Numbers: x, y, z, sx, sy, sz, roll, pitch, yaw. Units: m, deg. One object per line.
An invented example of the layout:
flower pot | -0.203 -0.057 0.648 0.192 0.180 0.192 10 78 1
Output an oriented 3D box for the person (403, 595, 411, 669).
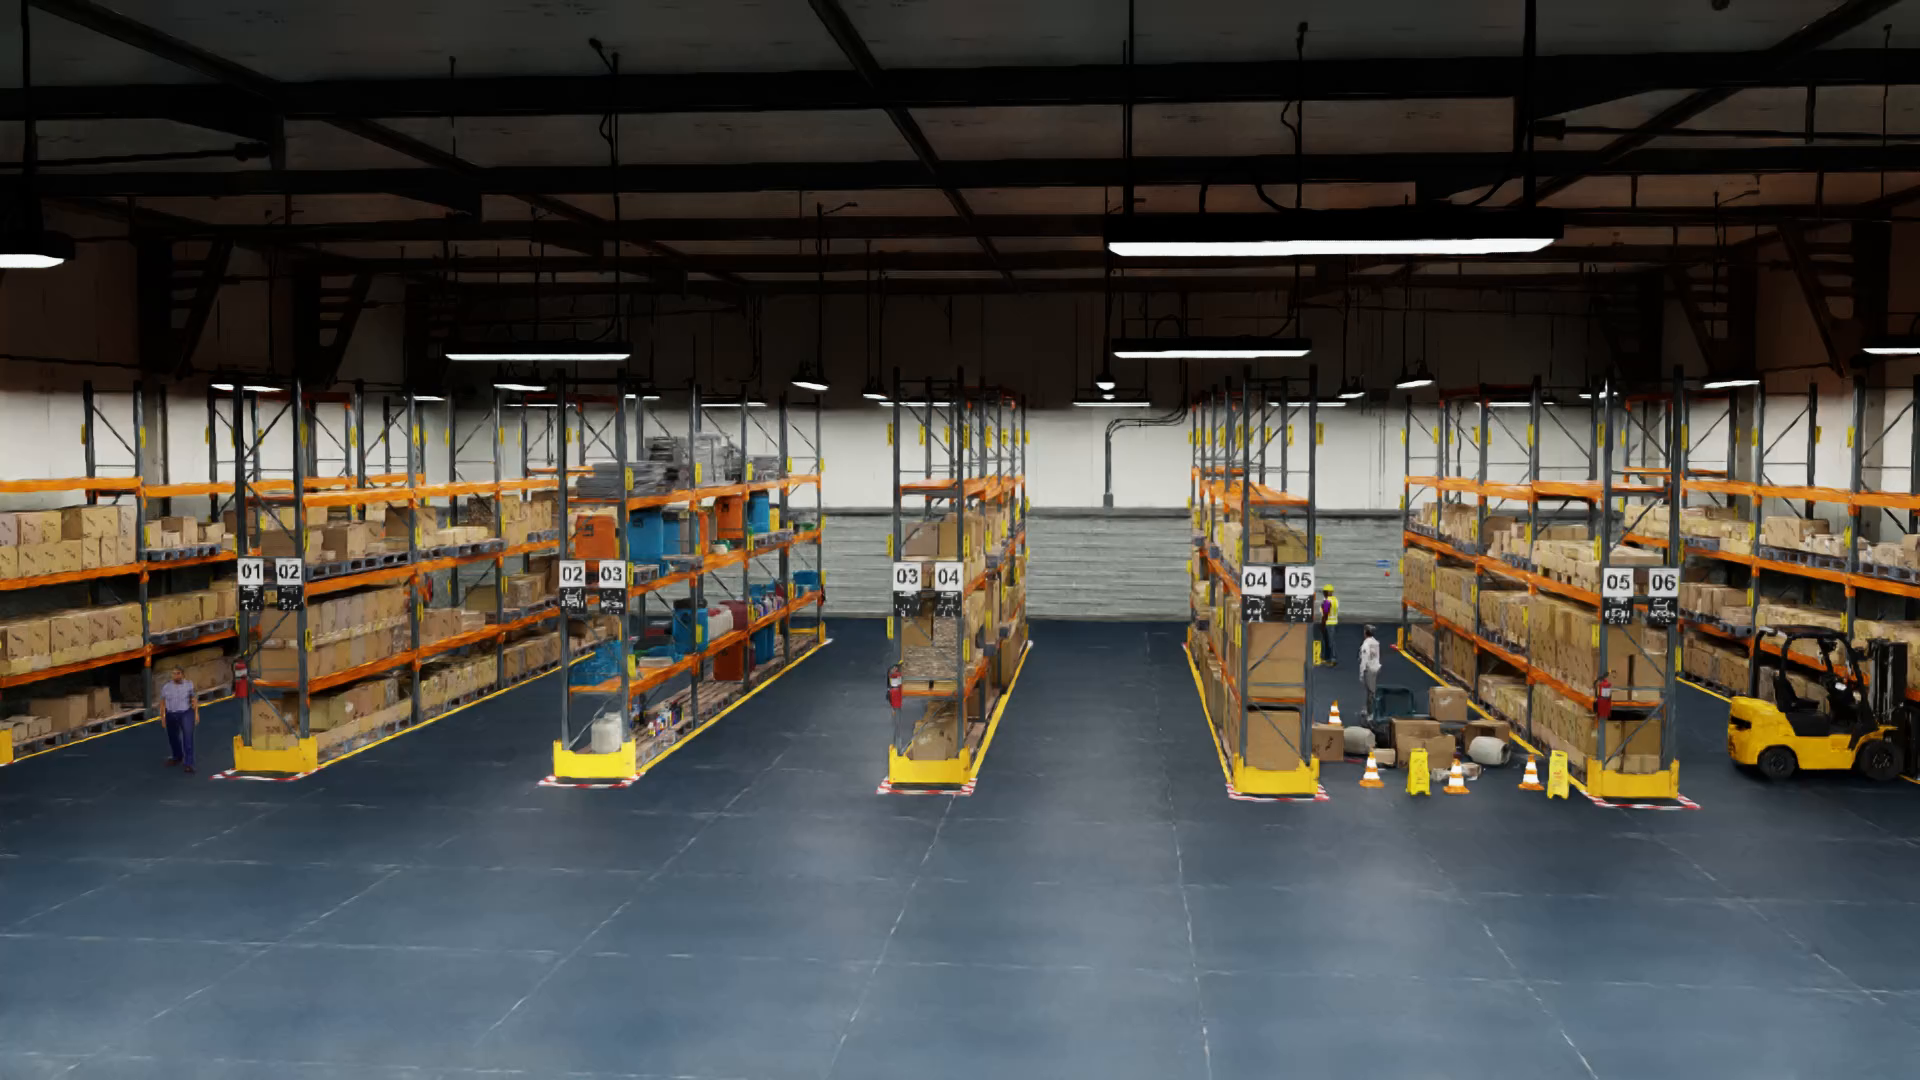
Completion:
person | -11.533 1.982 34.658 0.598 1.698 1.193 0 4 7

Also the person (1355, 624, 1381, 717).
person | 7.228 2.324 29.463 0.532 1.667 0.572 3 4 36

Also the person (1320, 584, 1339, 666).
person | 8.052 1.842 36.444 0.591 1.763 0.685 2 4 28

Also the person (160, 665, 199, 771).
person | -11.746 2.661 25.011 0.518 1.576 0.945 -1 4 -15

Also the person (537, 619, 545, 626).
person | -10.380 1.599 40.895 0.544 1.695 1.101 1 4 9
